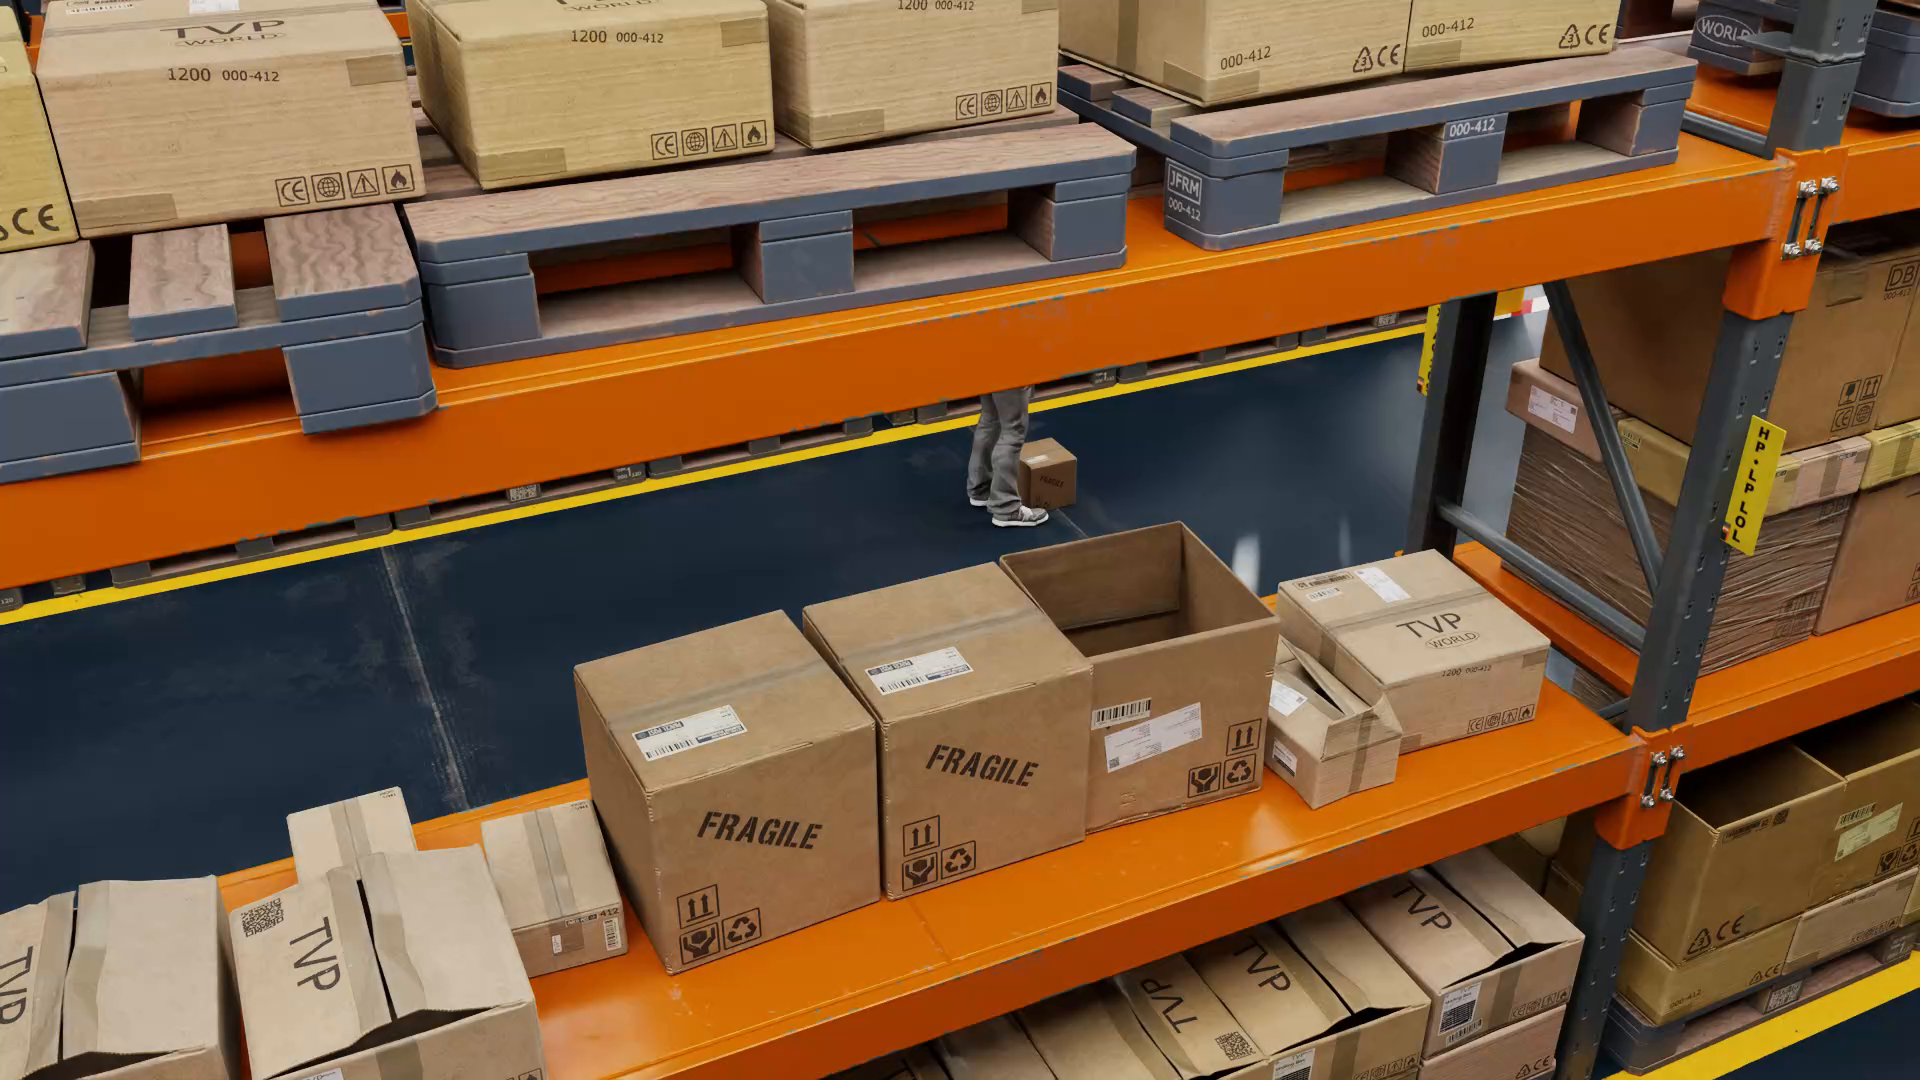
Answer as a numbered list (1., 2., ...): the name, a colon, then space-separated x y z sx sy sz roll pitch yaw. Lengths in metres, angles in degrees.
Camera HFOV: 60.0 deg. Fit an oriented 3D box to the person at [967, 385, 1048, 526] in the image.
1. person: 0.180 -0.790 7.632 0.346 1.479 0.484 -15 33 -25
